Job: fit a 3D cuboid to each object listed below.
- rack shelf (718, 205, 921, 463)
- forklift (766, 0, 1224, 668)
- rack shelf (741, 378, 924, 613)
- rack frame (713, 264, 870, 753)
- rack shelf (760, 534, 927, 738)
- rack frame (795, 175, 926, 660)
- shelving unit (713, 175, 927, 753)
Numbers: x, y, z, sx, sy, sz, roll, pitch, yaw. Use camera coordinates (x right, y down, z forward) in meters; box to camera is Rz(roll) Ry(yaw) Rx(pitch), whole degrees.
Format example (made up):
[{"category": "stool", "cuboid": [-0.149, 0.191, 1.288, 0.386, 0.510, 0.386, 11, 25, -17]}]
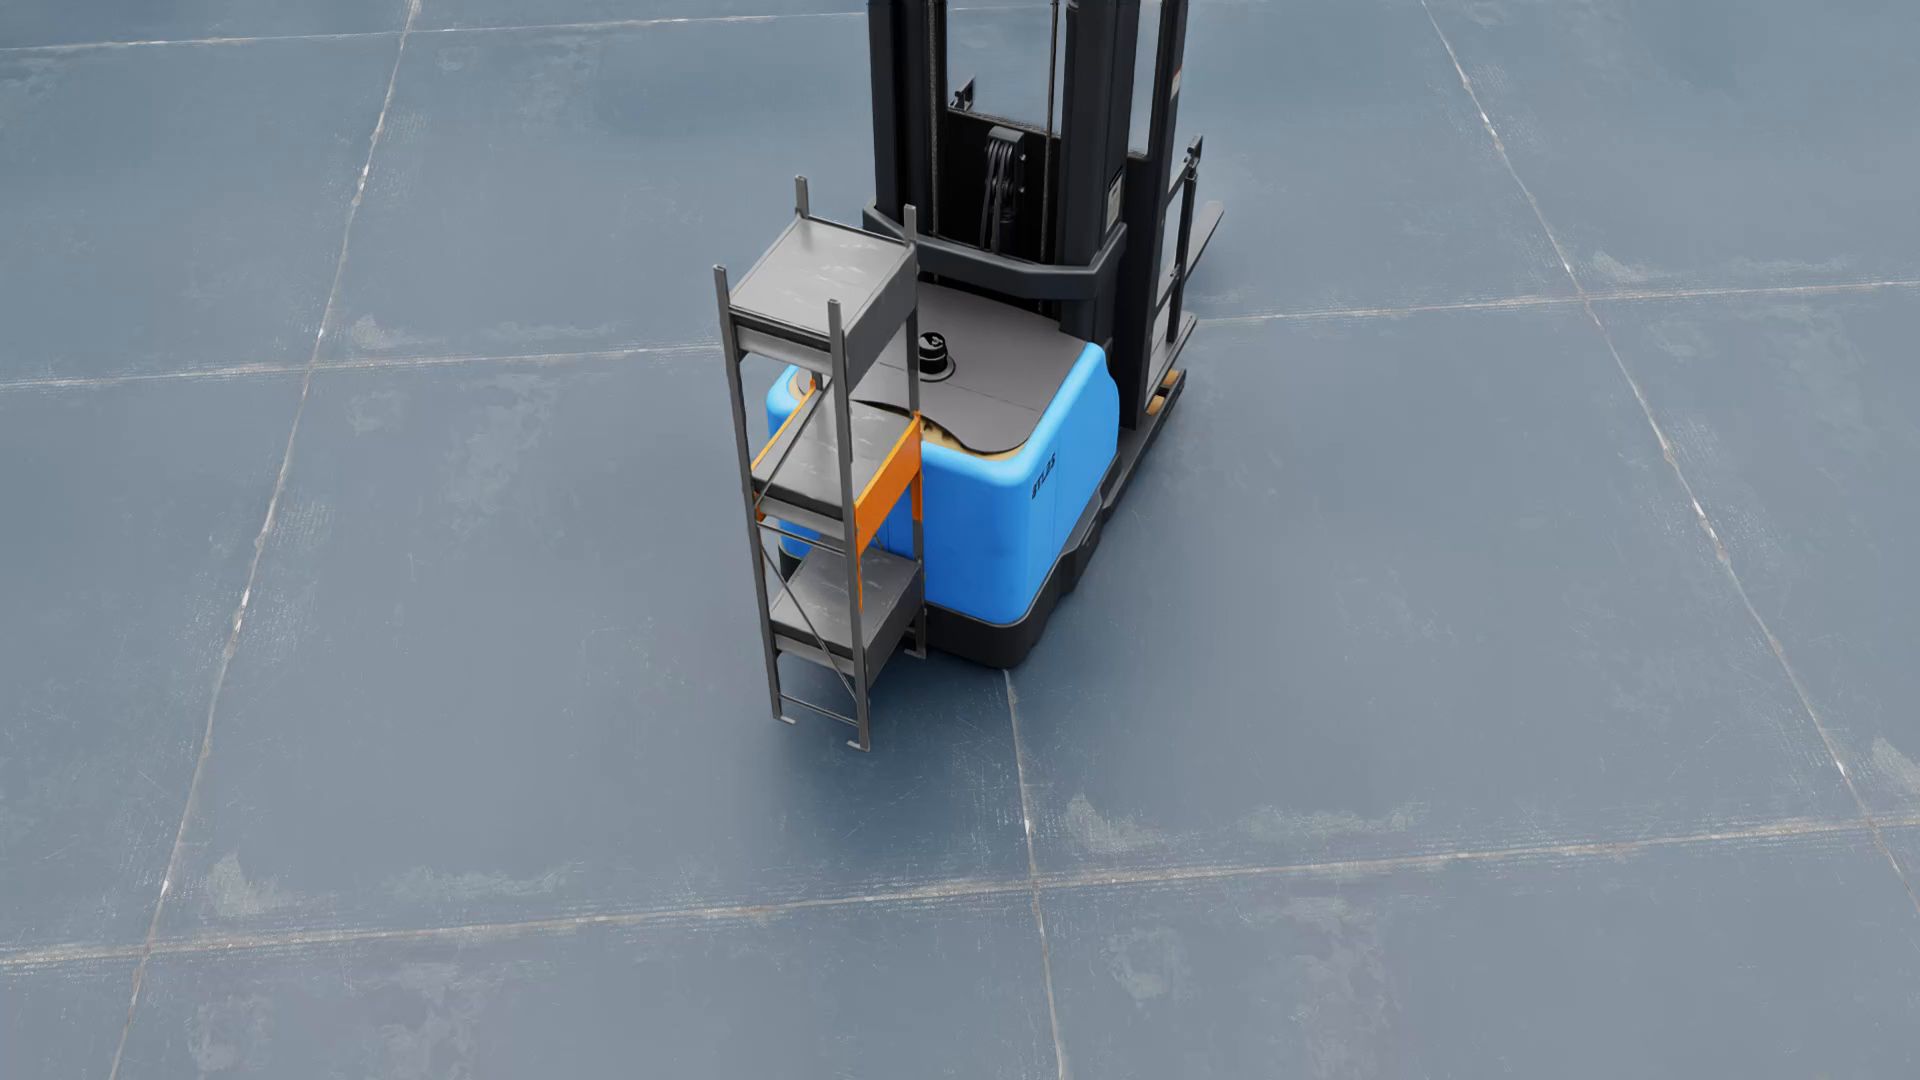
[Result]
[{"category": "rack shelf", "cuboid": [-0.417, -0.632, 5.094, 0.431, 0.518, 0.480, 18, 49, 17]}, {"category": "forklift", "cuboid": [0.361, -1.604, 6.387, 1.130, 2.935, 3.031, 18, 49, 17]}, {"category": "rack shelf", "cuboid": [-0.417, -0.151, 5.602, 0.431, 0.518, 0.480, 18, 49, 17]}, {"category": "rack frame", "cuboid": [-0.518, 0.001, 5.440, 0.400, 2.100, 0.015, 18, 49, 17]}, {"category": "rack shelf", "cuboid": [-0.417, 0.330, 6.110, 0.431, 0.518, 0.480, 18, 49, 17]}, {"category": "rack frame", "cuboid": [-0.316, -0.322, 5.745, 0.400, 2.100, 0.015, 18, 49, 17]}, {"category": "shelving unit", "cuboid": [-0.417, -0.160, 5.592, 0.431, 2.100, 0.503, 18, 49, 17]}]
